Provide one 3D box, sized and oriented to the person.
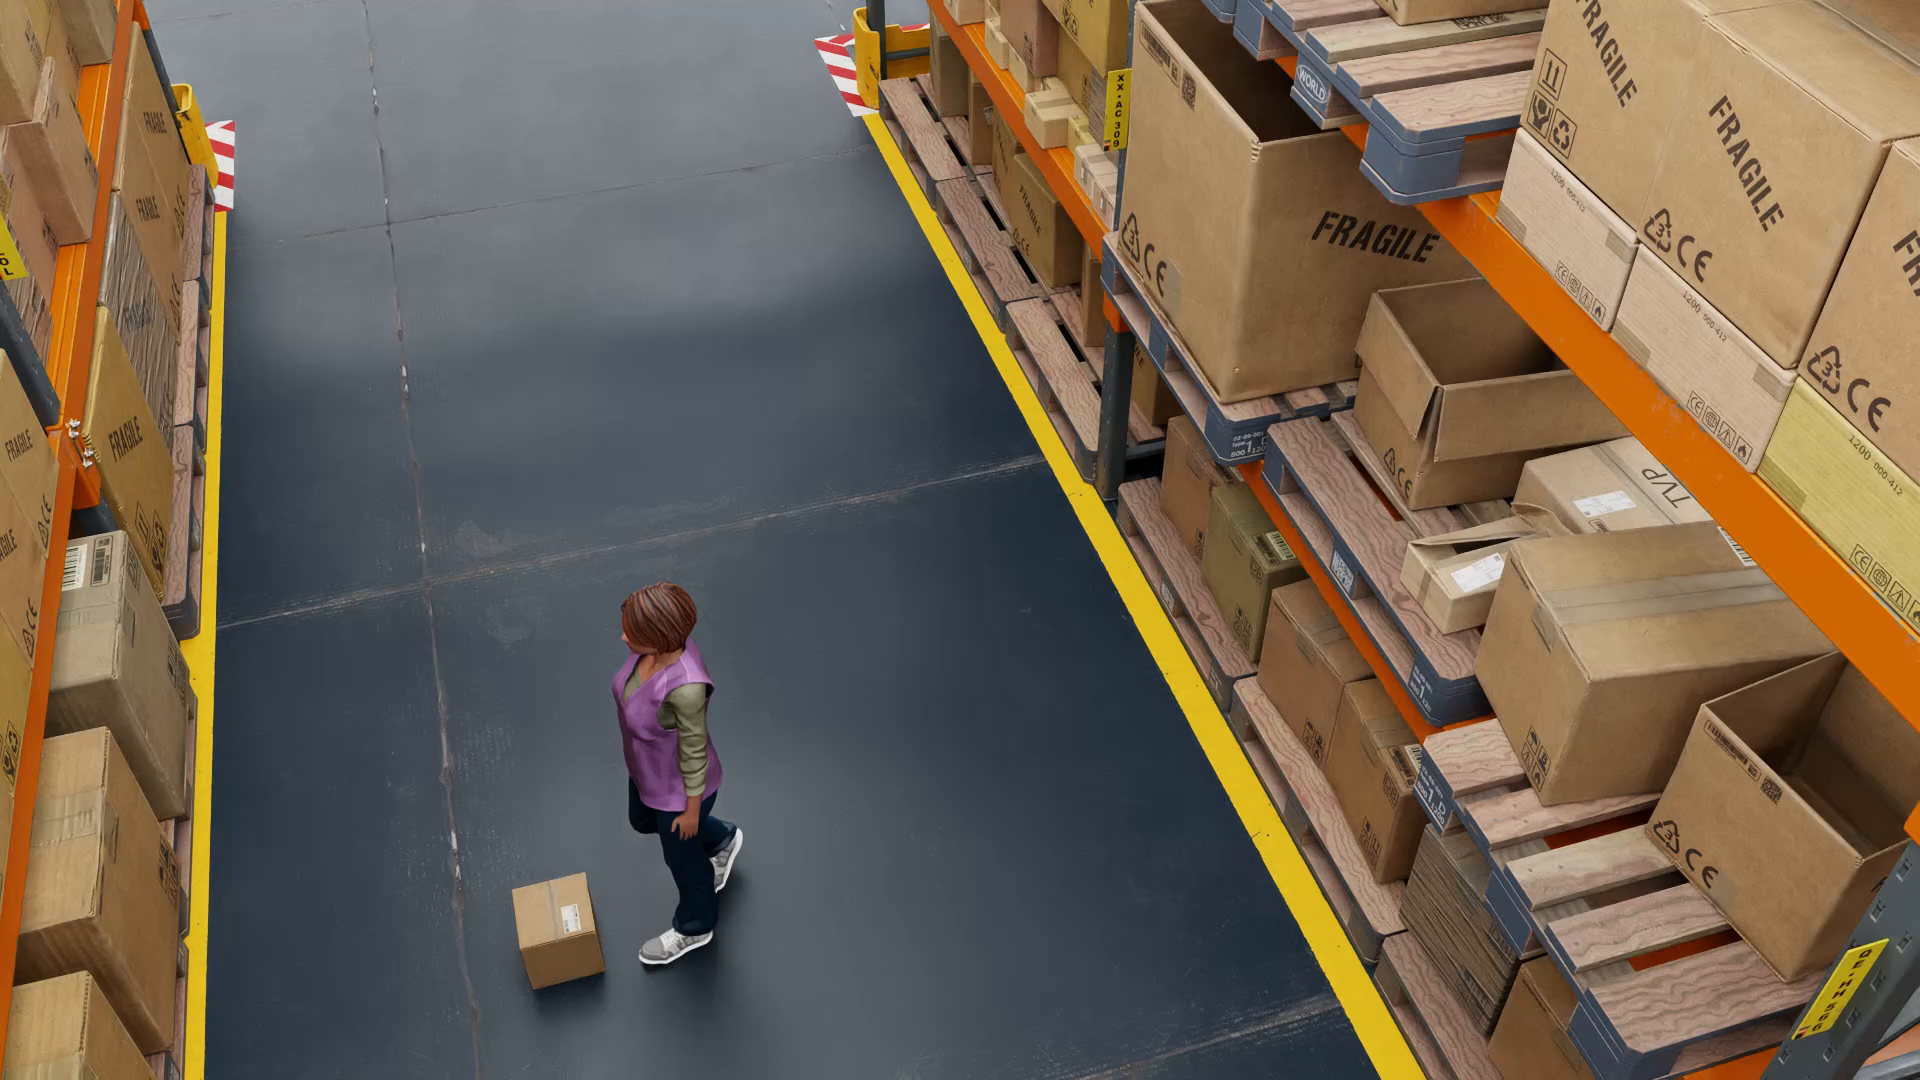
[{"bbox_3d":[-0.929,0.750,5.350,0.486,1.597,0.435,-18,46,-19],"label":"person"}]
